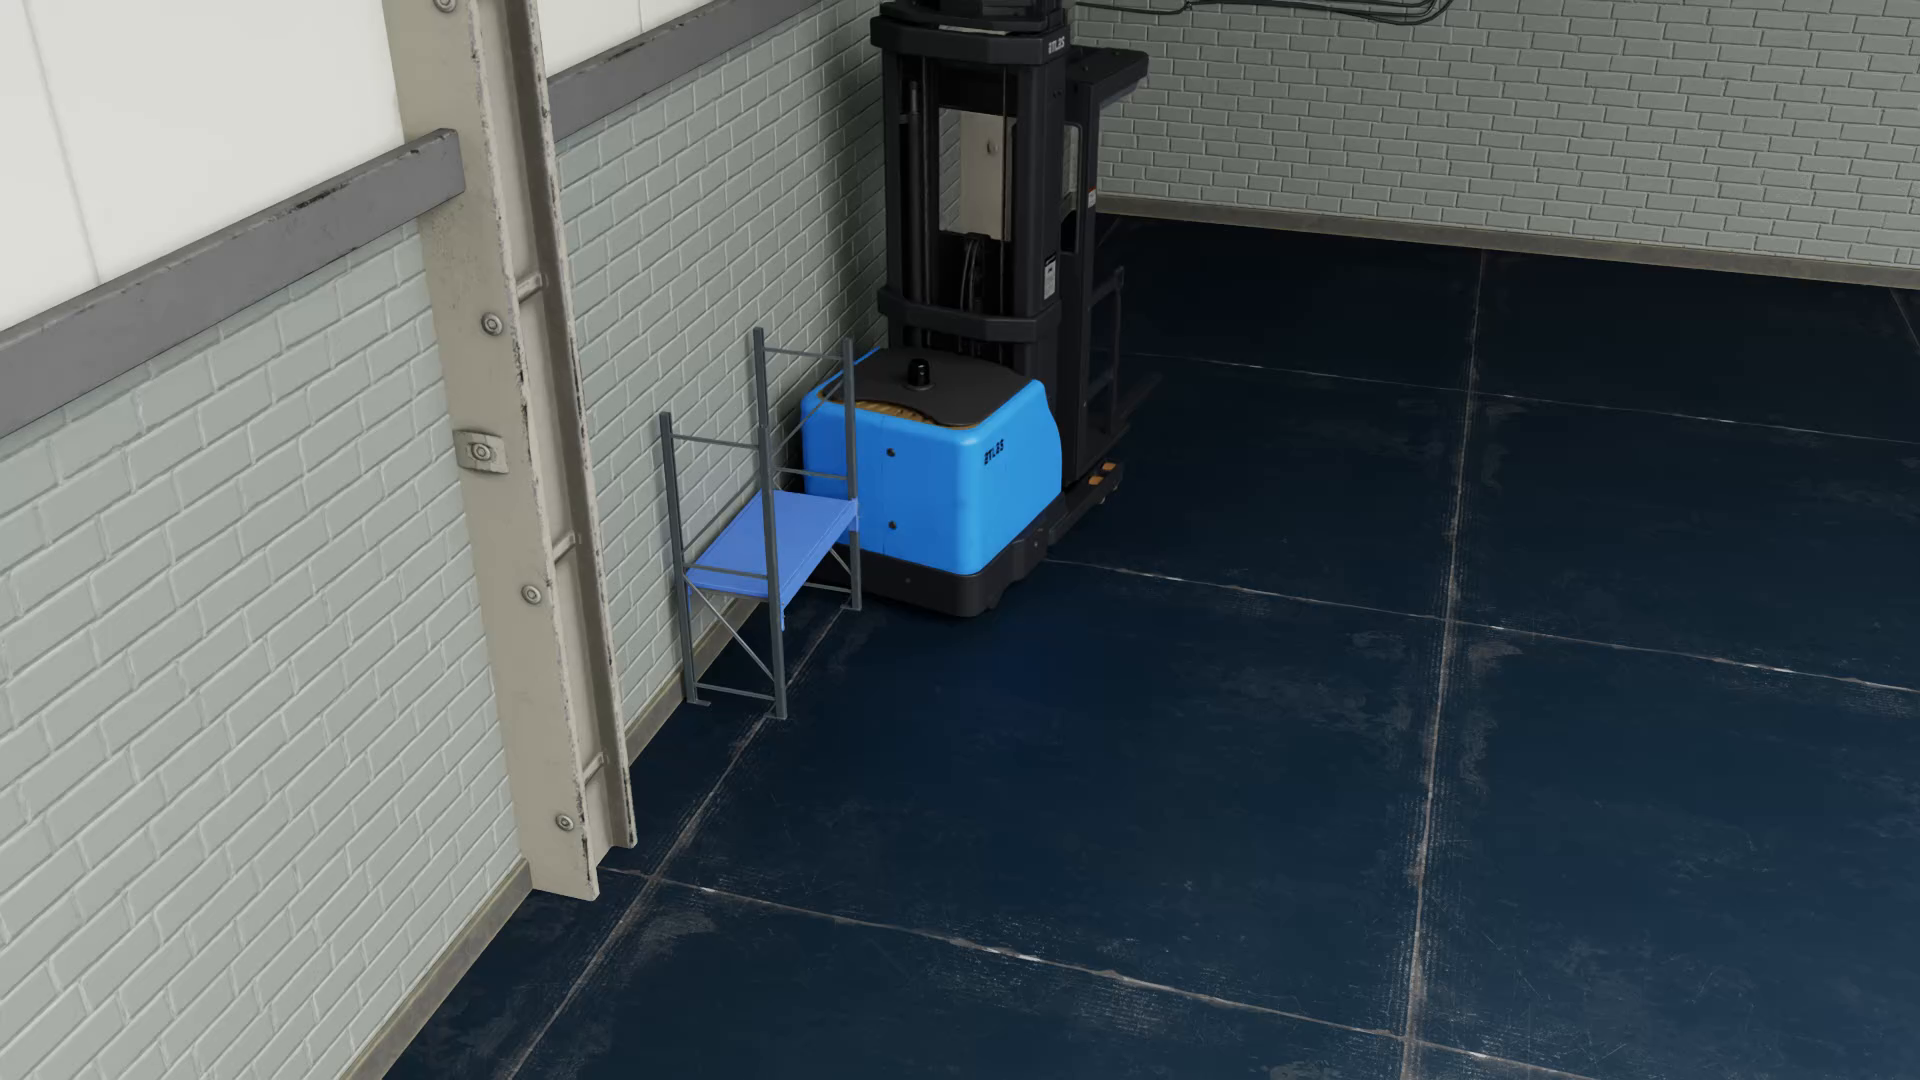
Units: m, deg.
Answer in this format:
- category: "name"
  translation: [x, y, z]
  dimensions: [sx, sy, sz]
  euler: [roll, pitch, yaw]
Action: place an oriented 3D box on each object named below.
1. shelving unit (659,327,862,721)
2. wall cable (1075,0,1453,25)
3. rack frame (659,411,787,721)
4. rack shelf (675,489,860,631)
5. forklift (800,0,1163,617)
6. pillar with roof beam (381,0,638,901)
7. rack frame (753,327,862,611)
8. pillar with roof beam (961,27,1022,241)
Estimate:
- category: "shelving unit"
  translation: [-0.900, -0.093, 7.874]
  dimensions: [0.538, 1.500, 1.048]
  euler: [8, 30, 15]
- category: "wall cable"
  translation: [2.334, -5.213, 12.558]
  dimensions: [3.097, 2.526, 0.112]
  euler: [8, 30, 15]
- category: "rack frame"
  translation: [-1.049, 0.143, 7.450]
  dimensions: [0.500, 1.500, 0.032]
  euler: [8, 30, 15]
- category: "rack shelf"
  translation: [-0.900, 0.064, 7.962]
  dimensions: [0.538, 0.185, 1.000]
  euler: [8, 30, 15]
- category: "forklift"
  translation: [0.309, -1.579, 9.074]
  dimensions: [1.130, 2.935, 3.031]
  euler: [14, 32, 24]
- category: "pillar with roof beam"
  translation: [2.560, -1.987, 3.564]
  dimensions: [9.100, 9.000, 0.400]
  euler: [8, 30, 15]
- category: "rack frame"
  translation: [-0.751, -0.329, 8.299]
  dimensions: [0.500, 1.500, 0.032]
  euler: [8, 30, 15]
- category: "pillar with roof beam"
  translation: [4.321, -4.775, 8.577]
  dimensions: [9.100, 9.000, 0.400]
  euler: [8, 30, 15]
